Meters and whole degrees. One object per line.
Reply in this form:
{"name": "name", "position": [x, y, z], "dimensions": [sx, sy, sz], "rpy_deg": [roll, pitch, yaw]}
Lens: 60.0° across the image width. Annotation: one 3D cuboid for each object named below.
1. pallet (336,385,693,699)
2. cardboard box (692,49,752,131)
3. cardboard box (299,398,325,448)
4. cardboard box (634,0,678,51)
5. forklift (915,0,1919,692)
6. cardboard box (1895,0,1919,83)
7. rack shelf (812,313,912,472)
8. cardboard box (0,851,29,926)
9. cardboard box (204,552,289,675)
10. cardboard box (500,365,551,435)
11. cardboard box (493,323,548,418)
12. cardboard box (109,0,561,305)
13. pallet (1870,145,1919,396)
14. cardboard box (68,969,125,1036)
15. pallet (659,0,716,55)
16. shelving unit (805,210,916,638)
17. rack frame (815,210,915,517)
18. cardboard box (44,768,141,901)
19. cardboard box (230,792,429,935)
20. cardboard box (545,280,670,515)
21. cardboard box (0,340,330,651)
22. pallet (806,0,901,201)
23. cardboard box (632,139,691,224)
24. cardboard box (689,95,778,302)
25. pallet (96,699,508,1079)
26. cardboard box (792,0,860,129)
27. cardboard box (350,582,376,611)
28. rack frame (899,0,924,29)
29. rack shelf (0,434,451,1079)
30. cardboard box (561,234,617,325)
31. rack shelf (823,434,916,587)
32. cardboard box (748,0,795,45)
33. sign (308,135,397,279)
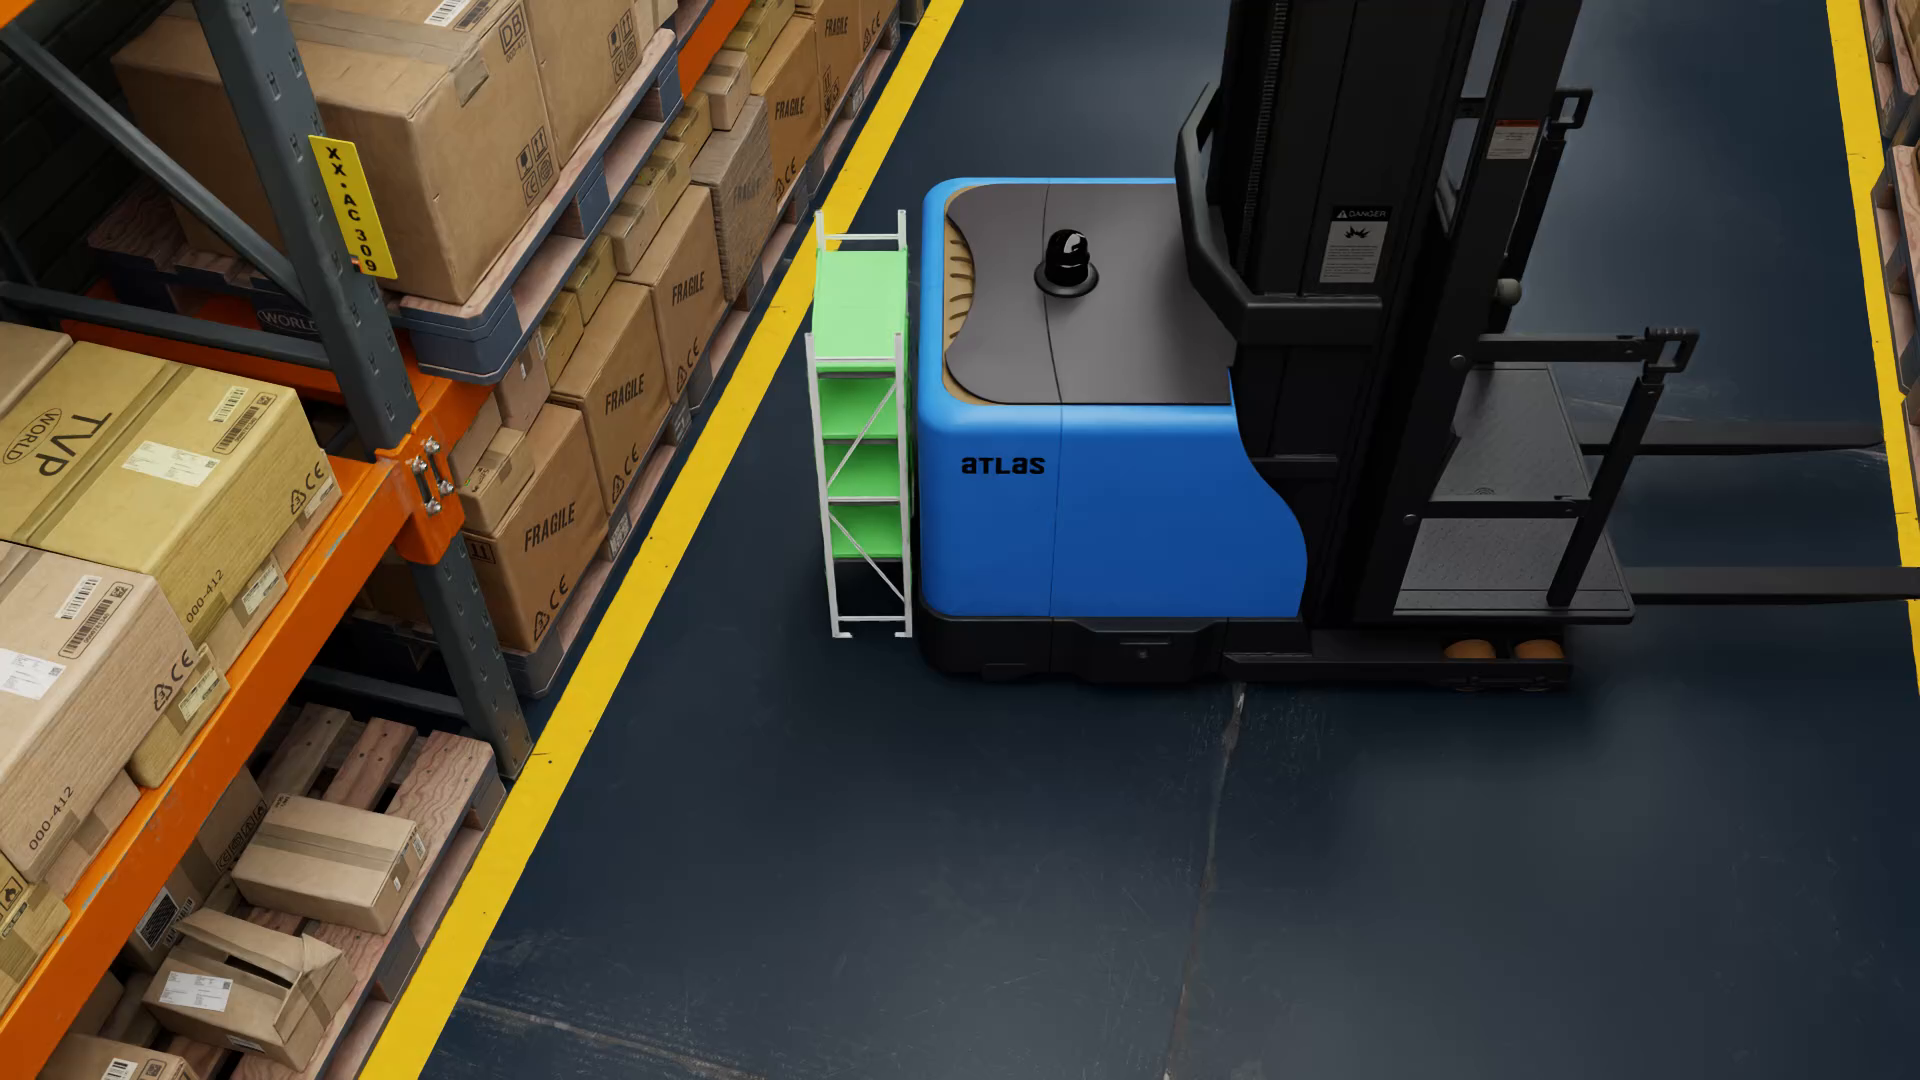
{"name": "pallet", "position": [-1.531, -0.132, 5.226], "dimensions": [1.003, 0.211, 1.213], "rpy_deg": [12, 50, 10]}
{"name": "cardboard box", "position": [-0.917, -1.518, 5.544], "dimensions": [0.380, 0.149, 0.250], "rpy_deg": [9, 49, 8]}
{"name": "cardboard box", "position": [-1.890, -0.309, 4.476], "dimensions": [0.380, 0.149, 0.250], "rpy_deg": [10, 49, 9]}
{"name": "cardboard box", "position": [-0.972, -1.483, 4.367], "dimensions": [0.396, 0.266, 0.258], "rpy_deg": [14, 50, 12]}
{"name": "forklift", "position": [1.396, -0.930, 4.116], "dimensions": [3.031, 2.935, 1.130], "rpy_deg": [0, 49, 0]}
{"name": "cardboard box", "position": [4.293, -2.052, 6.533], "dimensions": [0.950, 0.372, 0.625], "rpy_deg": [9, 49, 7]}
{"name": "rack shelf", "position": [-0.264, -0.409, 4.576], "dimensions": [0.258, 0.148, 0.480], "rpy_deg": [0, 49, 0]}
{"name": "cardboard box", "position": [-1.869, 0.632, 2.593], "dimensions": [0.500, 0.250, 0.500], "rpy_deg": [11, 50, 10]}
{"name": "cardboard box", "position": [-1.596, 0.097, 3.331], "dimensions": [0.380, 0.149, 0.250], "rpy_deg": [13, 50, 11]}
{"name": "cardboard box", "position": [-1.359, -0.408, 4.564], "dimensions": [0.380, 0.149, 0.250], "rpy_deg": [10, 49, 9]}
{"name": "cardboard box", "position": [-1.335, -0.488, 4.436], "dimensions": [0.380, 0.149, 0.250], "rpy_deg": [9, 49, 8]}
{"name": "cardboard box", "position": [-1.365, -0.937, 3.729], "dimensions": [0.700, 0.500, 0.500], "rpy_deg": [13, 50, 11]}
{"name": "pallet", "position": [3.854, -0.897, 5.901], "dimensions": [1.003, 0.211, 1.213], "rpy_deg": [12, 50, 10]}
{"name": "cardboard box", "position": [-2.224, 1.090, 3.908], "dimensions": [0.380, 0.149, 0.250], "rpy_deg": [11, 49, 10]}
{"name": "pallet", "position": [-1.163, -1.881, 5.038], "dimensions": [1.003, 0.211, 1.213], "rpy_deg": [12, 50, 10]}
{"name": "shelving unit", "position": [-0.264, -0.292, 4.708], "dimensions": [0.258, 1.200, 0.503], "rpy_deg": [0, 49, 0]}
{"name": "rack frame", "position": [-0.265, -0.475, 4.869], "dimensions": [0.240, 1.200, 0.015], "rpy_deg": [0, 49, 0]}
{"name": "cardboard box", "position": [-1.736, 0.474, 2.998], "dimensions": [0.380, 0.149, 0.250], "rpy_deg": [13, 50, 11]}
{"name": "cardboard box", "position": [-1.572, 0.806, 4.159], "dimensions": [0.380, 0.149, 0.250], "rpy_deg": [10, 49, 9]}
{"name": "cardboard box", "position": [-1.233, -0.463, 5.045], "dimensions": [0.500, 0.500, 0.500], "rpy_deg": [11, 49, 10]}
{"name": "cardboard box", "position": [-1.607, -0.091, 3.232], "dimensions": [0.500, 0.250, 0.500], "rpy_deg": [13, 50, 11]}
{"name": "pallet", "position": [-0.888, -1.897, 6.783], "dimensions": [1.003, 0.211, 1.213], "rpy_deg": [12, 50, 10]}
{"name": "cardboard box", "position": [-1.074, -1.149, 5.218], "dimensions": [0.380, 0.149, 0.250], "rpy_deg": [13, 50, 11]}
{"name": "cardboard box", "position": [-0.955, -1.197, 5.693], "dimensions": [0.500, 0.500, 0.500], "rpy_deg": [10, 49, 9]}
{"name": "pallet", "position": [-1.890, 0.960, 4.262], "dimensions": [1.003, 0.211, 1.213], "rpy_deg": [12, 50, 10]}
{"name": "cardboard box", "position": [-0.701, -1.956, 6.363], "dimensions": [0.500, 0.500, 0.500], "rpy_deg": [11, 49, 9]}
{"name": "cardboard box", "position": [-1.864, -0.184, 4.799], "dimensions": [0.500, 0.500, 0.500], "rpy_deg": [11, 50, 10]}
{"name": "rack frame", "position": [-0.655, -3.352, 6.208], "dimensions": [1.000, 3.000, 0.127], "rpy_deg": [12, 50, 10]}
{"name": "rack shelf", "position": [-2.235, 1.226, 2.647], "dimensions": [1.077, 0.370, 4.000], "rpy_deg": [12, 50, 10]}
{"name": "cardboard box", "position": [-1.243, -0.797, 4.907], "dimensions": [0.380, 0.149, 0.250], "rpy_deg": [11, 49, 9]}
{"name": "rack shelf", "position": [-0.264, -0.091, 4.936], "dimensions": [0.258, 0.148, 0.480], "rpy_deg": [0, 49, 0]}
{"name": "cardboard box", "position": [-0.808, -1.904, 5.884], "dimensions": [0.380, 0.149, 0.250], "rpy_deg": [13, 50, 11]}
{"name": "sign", "position": [-1.183, -0.644, 3.240], "dimensions": [0.100, 0.325, 0.005], "rpy_deg": [12, 50, 10]}
